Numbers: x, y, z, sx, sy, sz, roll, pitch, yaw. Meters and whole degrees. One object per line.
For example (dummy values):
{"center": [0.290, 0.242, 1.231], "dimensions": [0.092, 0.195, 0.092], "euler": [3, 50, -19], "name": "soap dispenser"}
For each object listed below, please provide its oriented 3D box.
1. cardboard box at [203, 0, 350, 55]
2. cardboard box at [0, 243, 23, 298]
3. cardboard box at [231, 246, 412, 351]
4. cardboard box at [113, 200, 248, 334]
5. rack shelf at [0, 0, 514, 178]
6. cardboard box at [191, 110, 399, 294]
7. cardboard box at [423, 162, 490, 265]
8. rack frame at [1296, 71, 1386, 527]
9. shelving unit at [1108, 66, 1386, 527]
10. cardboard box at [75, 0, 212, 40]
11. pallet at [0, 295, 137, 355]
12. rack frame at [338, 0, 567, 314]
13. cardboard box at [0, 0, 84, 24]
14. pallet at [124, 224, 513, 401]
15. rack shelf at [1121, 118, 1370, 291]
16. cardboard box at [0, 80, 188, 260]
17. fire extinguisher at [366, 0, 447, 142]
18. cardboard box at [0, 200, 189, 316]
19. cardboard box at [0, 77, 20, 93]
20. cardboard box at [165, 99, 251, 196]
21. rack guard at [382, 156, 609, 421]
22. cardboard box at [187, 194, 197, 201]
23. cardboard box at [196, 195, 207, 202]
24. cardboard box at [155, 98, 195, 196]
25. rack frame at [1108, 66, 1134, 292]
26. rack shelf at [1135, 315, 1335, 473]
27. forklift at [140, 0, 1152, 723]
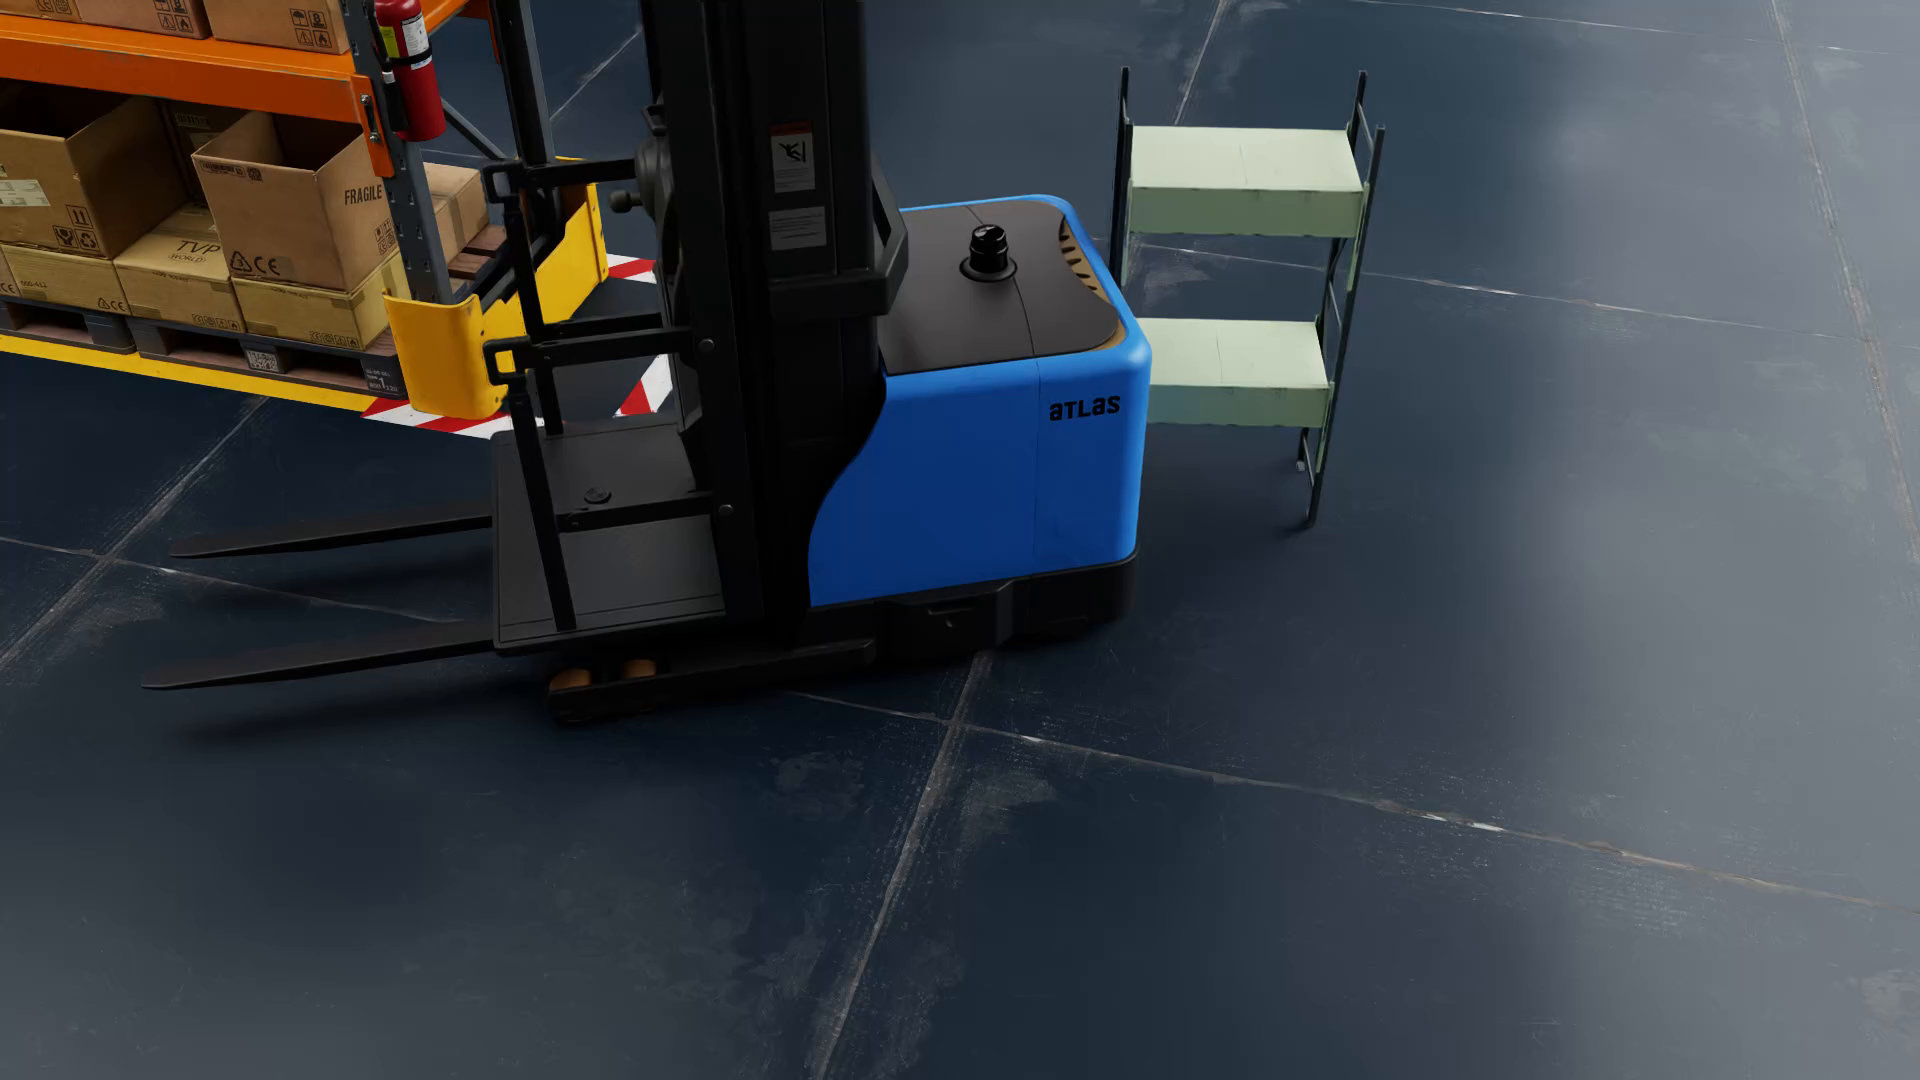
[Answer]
{"center": [-2.274, -2.110, 5.852], "dimensions": [0.500, 0.500, 0.700], "euler": [10, 41, 11], "name": "cardboard box"}
{"center": [-3.873, -1.241, 6.707], "dimensions": [0.500, 0.250, 0.500], "euler": [10, 41, 11], "name": "cardboard box"}
{"center": [-2.420, -0.999, 6.419], "dimensions": [0.500, 0.250, 0.500], "euler": [10, 41, 11], "name": "cardboard box"}
{"center": [-2.907, -1.075, 6.509], "dimensions": [0.500, 0.250, 0.500], "euler": [10, 41, 11], "name": "cardboard box"}
{"center": [-3.758, -2.043, 6.410], "dimensions": [4.000, 0.370, 1.077], "euler": [10, 41, 11], "name": "rack shelf"}
{"center": [-2.421, -1.285, 6.176], "dimensions": [0.500, 0.500, 0.500], "euler": [10, 41, 11], "name": "cardboard box"}
{"center": [-2.287, -1.321, 6.802], "dimensions": [0.500, 0.250, 0.500], "euler": [10, 41, 11], "name": "cardboard box"}
{"center": [1.237, -0.750, 5.477], "dimensions": [0.023, 1.500, 0.400], "euler": [2, 40, 2], "name": "rack frame"}
{"center": [0.871, -0.761, 5.489], "dimensions": [0.755, 1.500, 0.431], "euler": [2, 40, 2], "name": "shelving unit"}
{"center": [-2.782, -2.194, 5.952], "dimensions": [0.500, 0.500, 0.700], "euler": [11, 41, 13], "name": "cardboard box"}
{"center": [-3.750, -1.223, 7.043], "dimensions": [1.213, 0.211, 1.003], "euler": [10, 41, 11], "name": "pallet"}
{"center": [-1.826, -1.986, 5.782], "dimensions": [0.127, 3.000, 1.000], "euler": [10, 41, 11], "name": "rack frame"}
{"center": [-3.260, -2.280, 6.055], "dimensions": [0.500, 0.500, 0.700], "euler": [10, 41, 12], "name": "cardboard box"}
{"center": [-2.576, -1.019, 6.799], "dimensions": [1.213, 0.211, 1.003], "euler": [10, 41, 11], "name": "pallet"}
{"center": [0.872, -1.059, 5.238], "dimensions": [0.720, 0.370, 0.431], "euler": [2, 40, 2], "name": "rack shelf"}
{"center": [-3.391, -1.442, 6.364], "dimensions": [0.500, 0.500, 0.500], "euler": [10, 41, 11], "name": "cardboard box"}
{"center": [-1.832, -1.648, 5.440], "dimensions": [0.183, 0.674, 0.296], "euler": [10, 41, 11], "name": "fire extinguisher"}
{"center": [-3.390, -1.157, 6.607], "dimensions": [0.500, 0.250, 0.500], "euler": [10, 41, 11], "name": "cardboard box"}
{"center": [-3.874, -1.526, 6.463], "dimensions": [0.500, 0.500, 0.500], "euler": [10, 41, 11], "name": "cardboard box"}
{"center": [-2.770, -1.690, 6.659], "dimensions": [0.500, 0.500, 0.500], "euler": [10, 41, 11], "name": "cardboard box"}
{"center": [-1.803, -1.025, 6.582], "dimensions": [0.348, 0.500, 1.175], "euler": [10, 41, 11], "name": "rack guard"}
{"center": [-3.253, -1.485, 6.998], "dimensions": [0.500, 0.250, 0.500], "euler": [10, 41, 11], "name": "cardboard box"}
{"center": [-2.771, -1.402, 6.899], "dimensions": [0.500, 0.250, 0.500], "euler": [10, 41, 11], "name": "cardboard box"}
{"center": [-3.256, -1.765, 6.748], "dimensions": [0.500, 0.500, 0.500], "euler": [10, 41, 11], "name": "cardboard box"}
{"center": [0.506, -0.771, 5.502], "dimensions": [0.023, 1.500, 0.400], "euler": [2, 40, 2], "name": "rack frame"}
{"center": [0.871, -0.511, 5.699], "dimensions": [0.720, 0.370, 0.431], "euler": [2, 40, 2], "name": "rack shelf"}
{"center": [-1.004, -0.939, 4.589], "dimensions": [3.031, 2.935, 1.130], "euler": [-8, 41, -10], "name": "forklift"}
